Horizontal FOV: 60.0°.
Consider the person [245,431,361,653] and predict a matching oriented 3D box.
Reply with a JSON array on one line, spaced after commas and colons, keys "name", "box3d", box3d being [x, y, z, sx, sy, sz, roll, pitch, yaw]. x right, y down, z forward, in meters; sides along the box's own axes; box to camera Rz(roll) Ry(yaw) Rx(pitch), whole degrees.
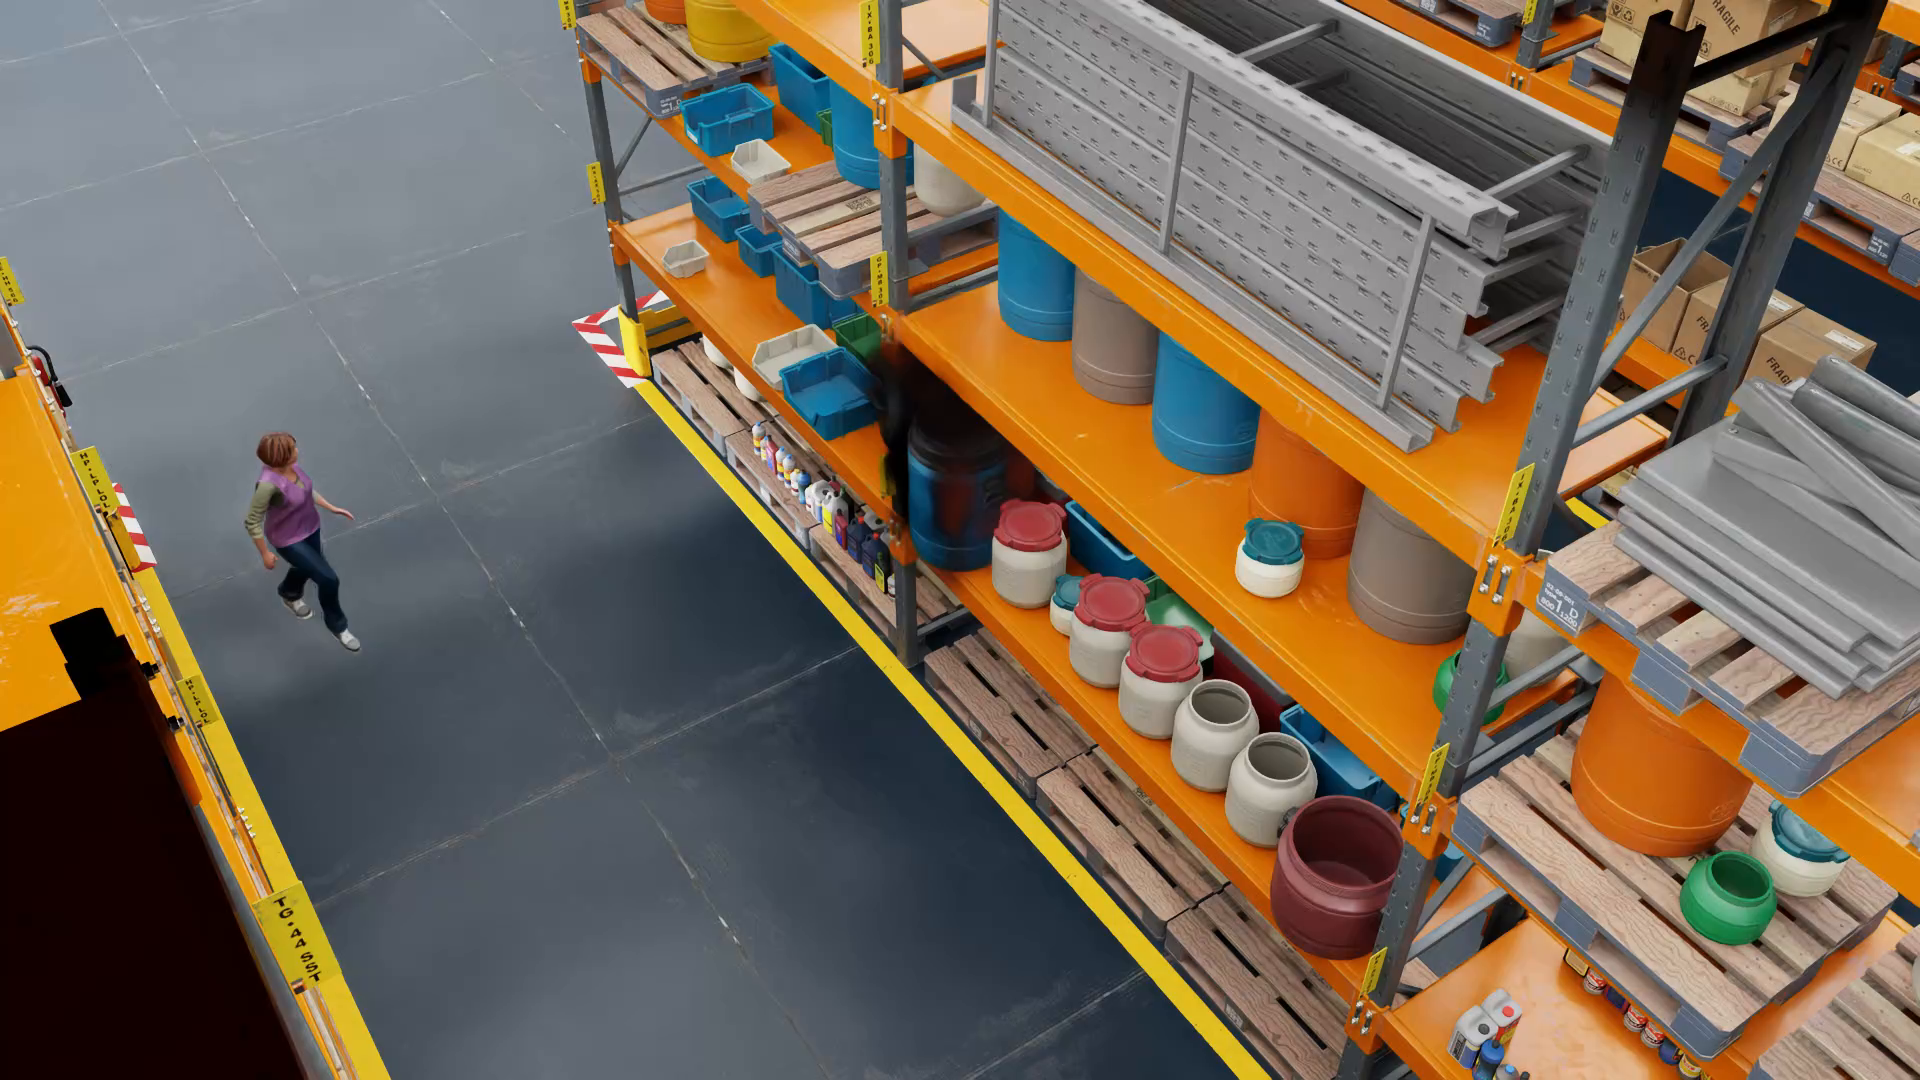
[{"name": "person", "box3d": [-4.131, -0.012, 10.284, 0.703, 1.569, 0.538, 14, 44, 15]}]
